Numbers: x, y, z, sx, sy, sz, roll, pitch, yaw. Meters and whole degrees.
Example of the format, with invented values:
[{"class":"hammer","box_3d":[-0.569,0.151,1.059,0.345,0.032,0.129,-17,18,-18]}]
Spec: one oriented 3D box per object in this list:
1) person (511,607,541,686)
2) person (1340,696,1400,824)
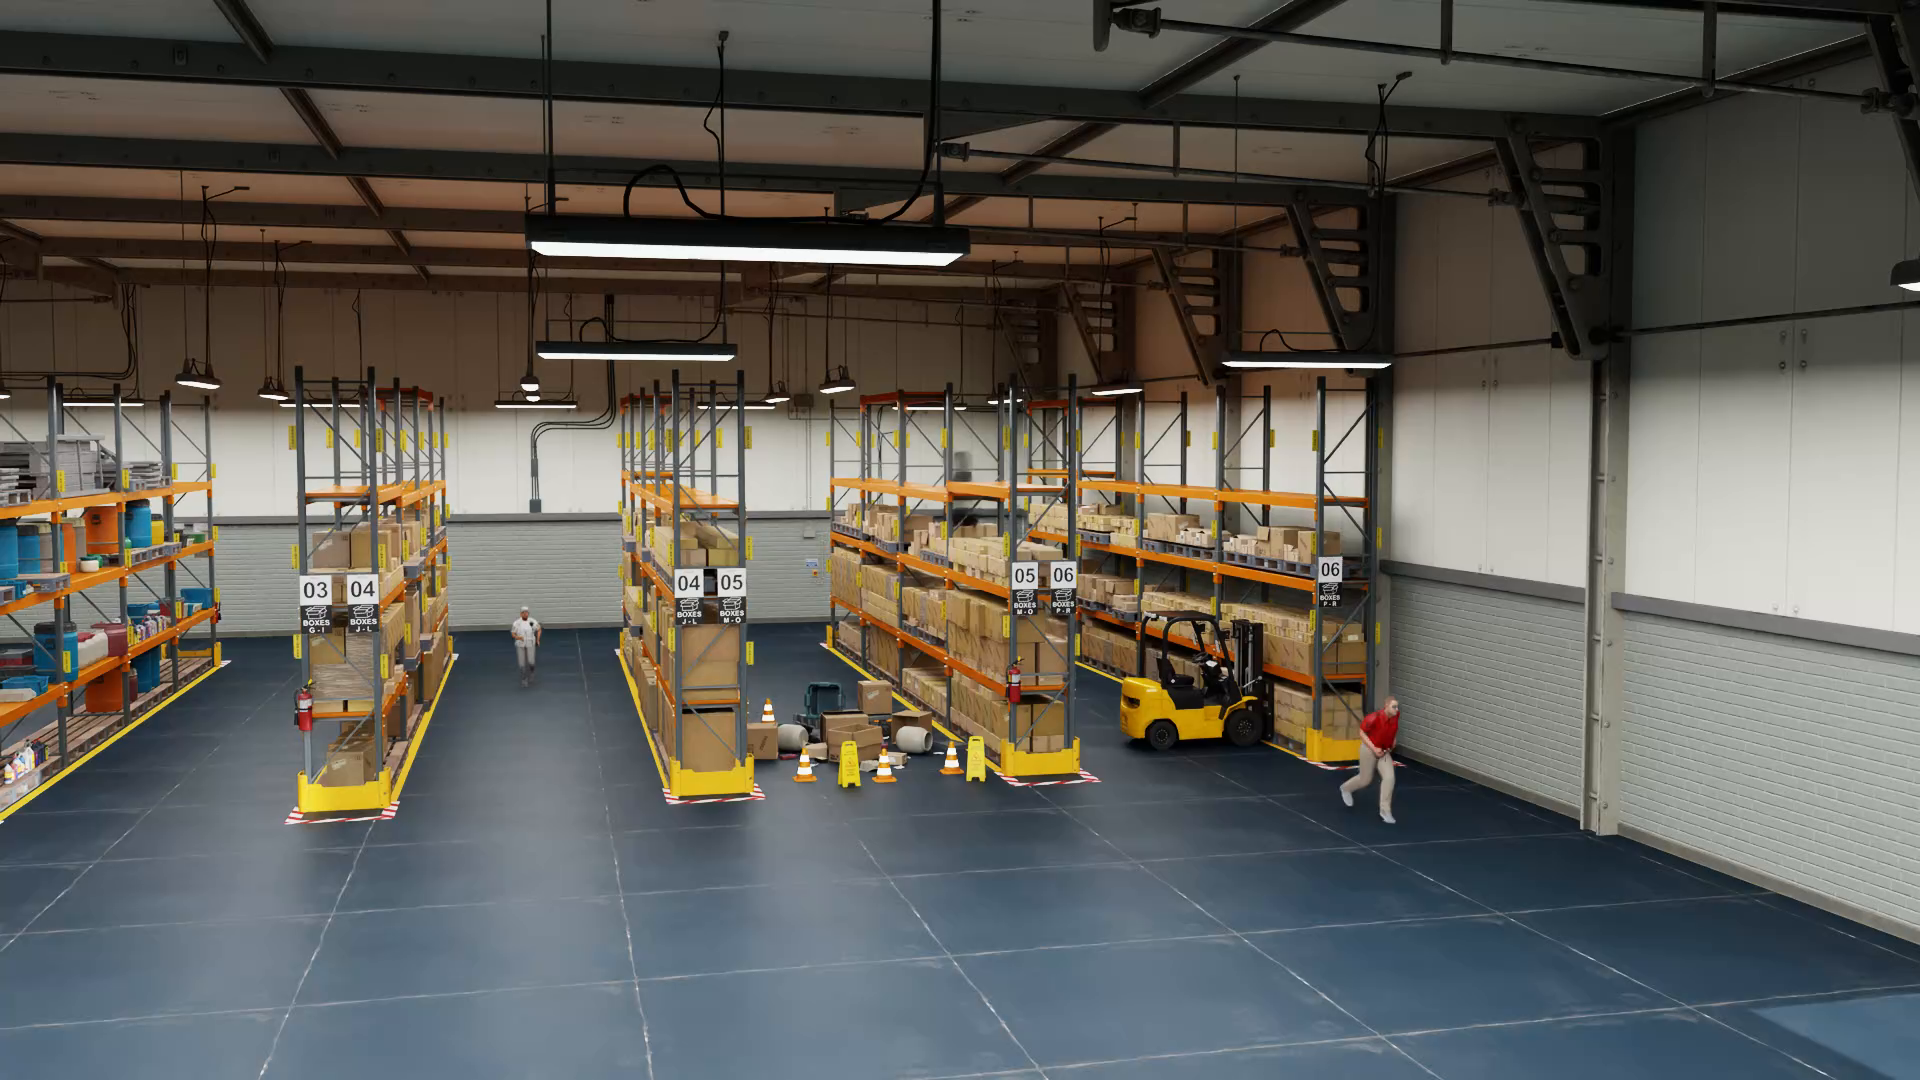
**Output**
[{"class":"person","box_3d":[-8.814,2.168,33.797,0.592,1.629,0.577,-1,3,-13]},{"class":"person","box_3d":[5.481,2.878,22.180,0.693,1.692,1.008,-2,4,-33]}]
